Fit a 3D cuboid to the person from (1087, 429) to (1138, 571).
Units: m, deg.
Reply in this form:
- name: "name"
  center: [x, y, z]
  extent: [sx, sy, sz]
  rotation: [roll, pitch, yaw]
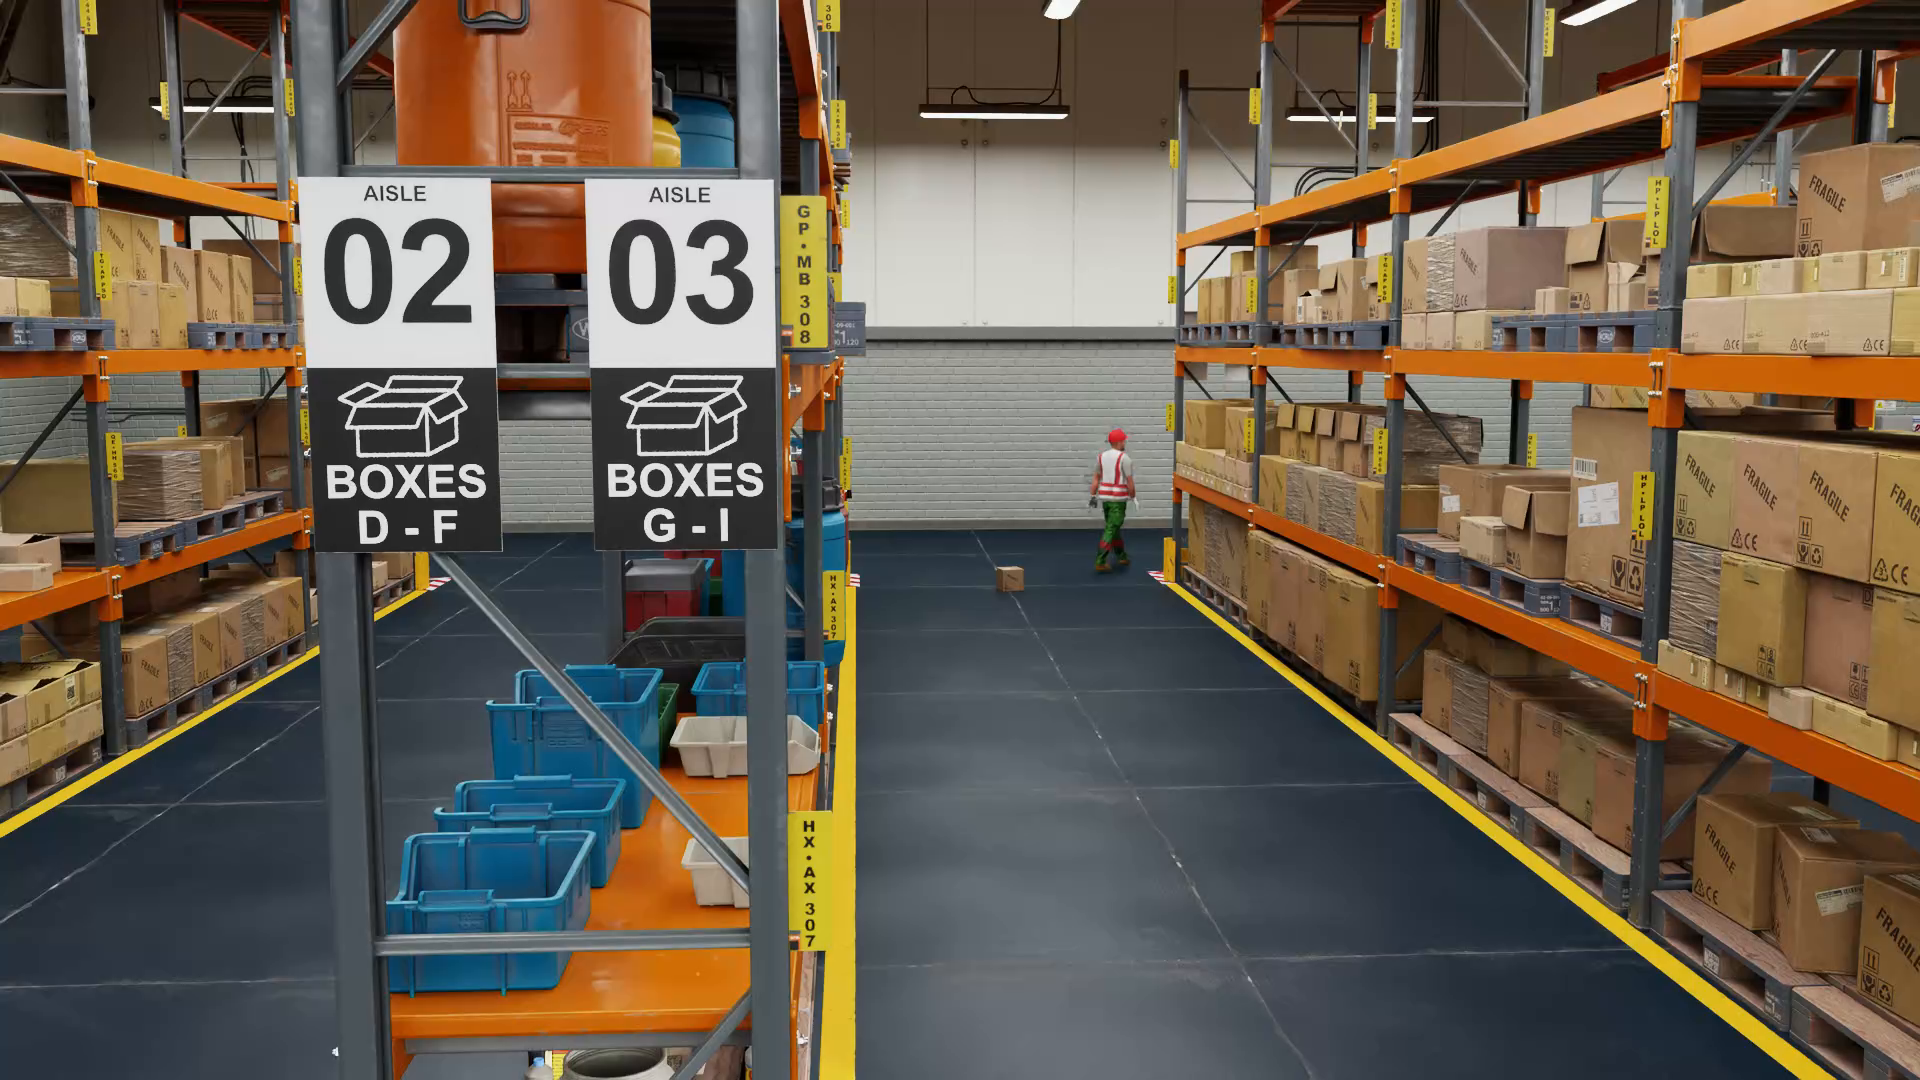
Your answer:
- name: "person"
  center: [1.993, -0.519, 20.855]
  extent: [0.915, 1.744, 0.614]
  rotation: [-6, 9, -43]
